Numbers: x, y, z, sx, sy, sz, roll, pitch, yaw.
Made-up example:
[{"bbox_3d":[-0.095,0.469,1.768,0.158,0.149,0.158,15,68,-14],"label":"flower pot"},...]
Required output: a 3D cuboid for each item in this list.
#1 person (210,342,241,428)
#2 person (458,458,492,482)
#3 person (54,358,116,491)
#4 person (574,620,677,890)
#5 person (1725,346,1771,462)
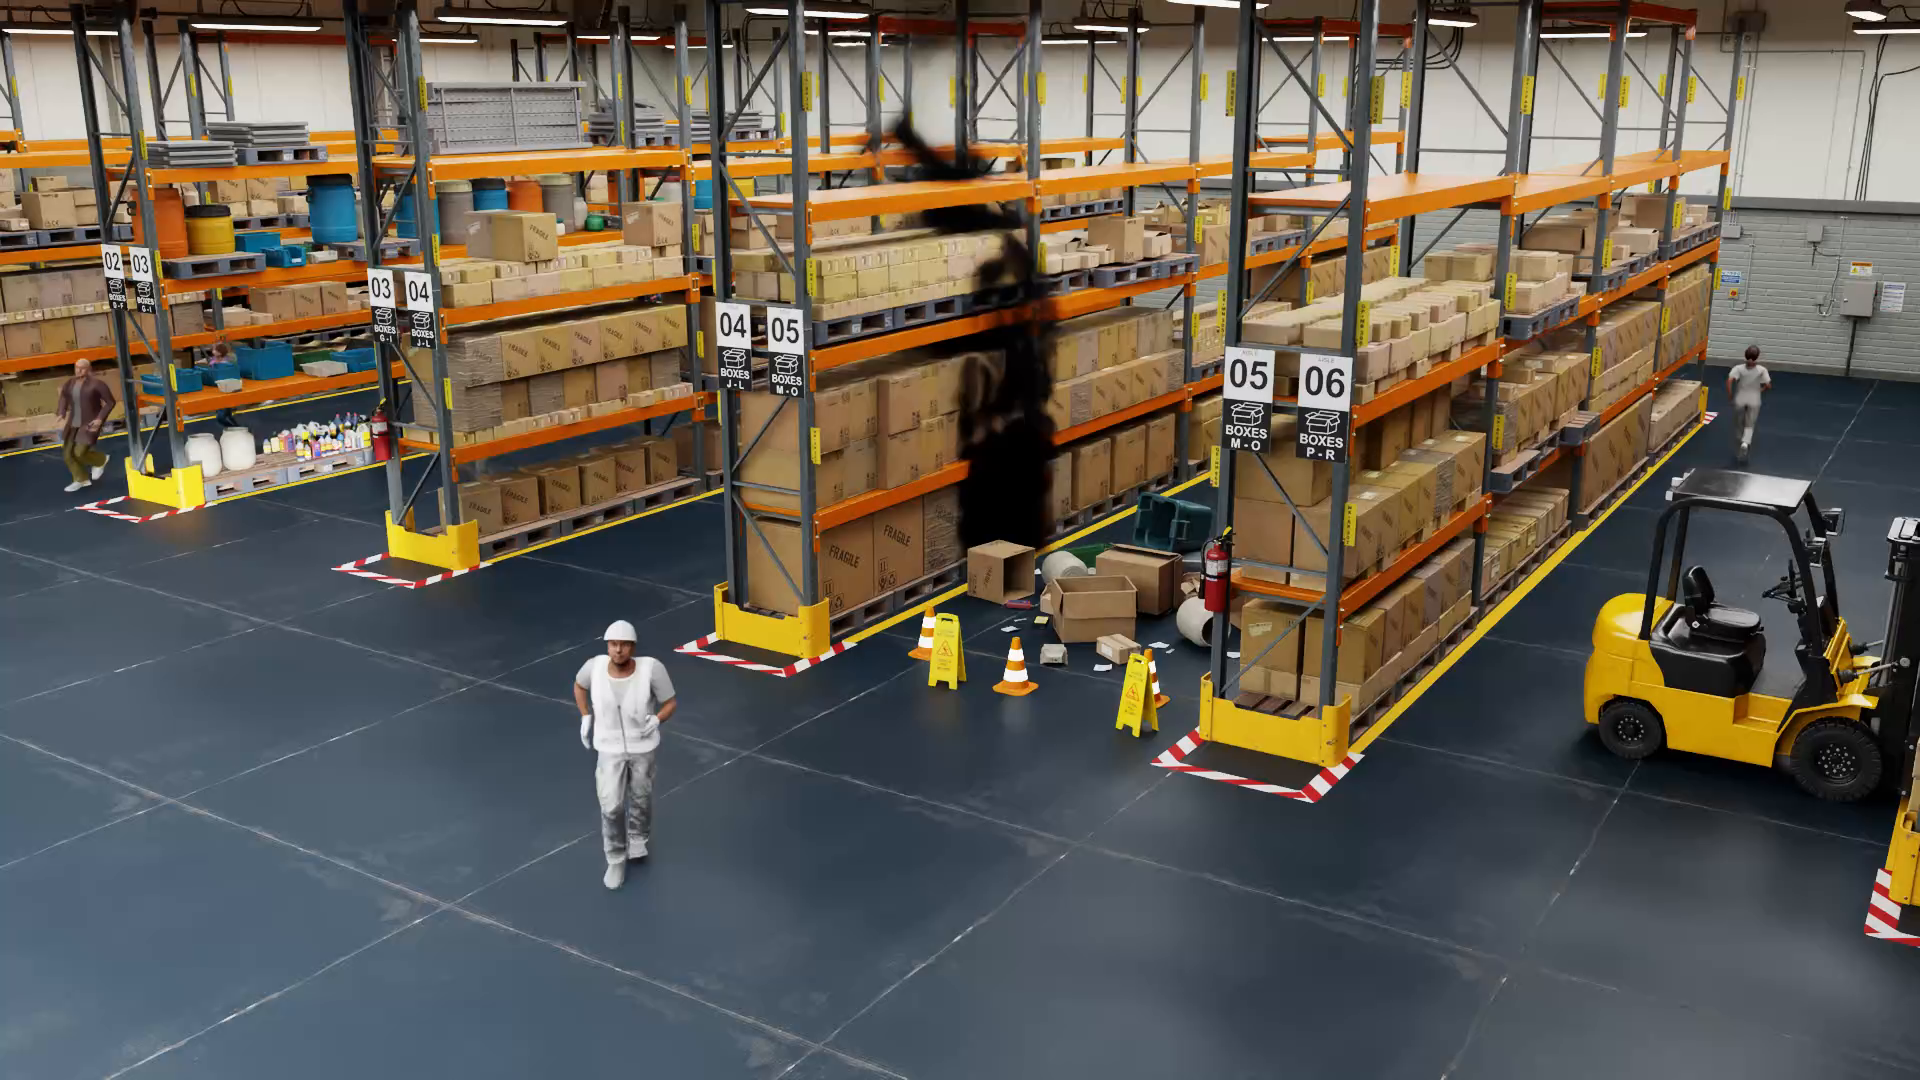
[{"bbox_3d":[-10.397,-2.011,23.528,0.530,1.552,0.631,8,18,27],"label":"person"},{"bbox_3d":[-6.068,-1.264,20.626,0.583,1.647,0.692,8,17,26],"label":"person"},{"bbox_3d":[-11.252,-1.496,21.447,0.758,1.714,0.603,4,16,13],"label":"person"},{"bbox_3d":[-2.181,1.399,10.931,0.665,1.826,0.754,-3,16,-10],"label":"person"},{"bbox_3d":[10.744,-1.835,22.732,0.570,1.649,0.924,8,17,27],"label":"person"}]
